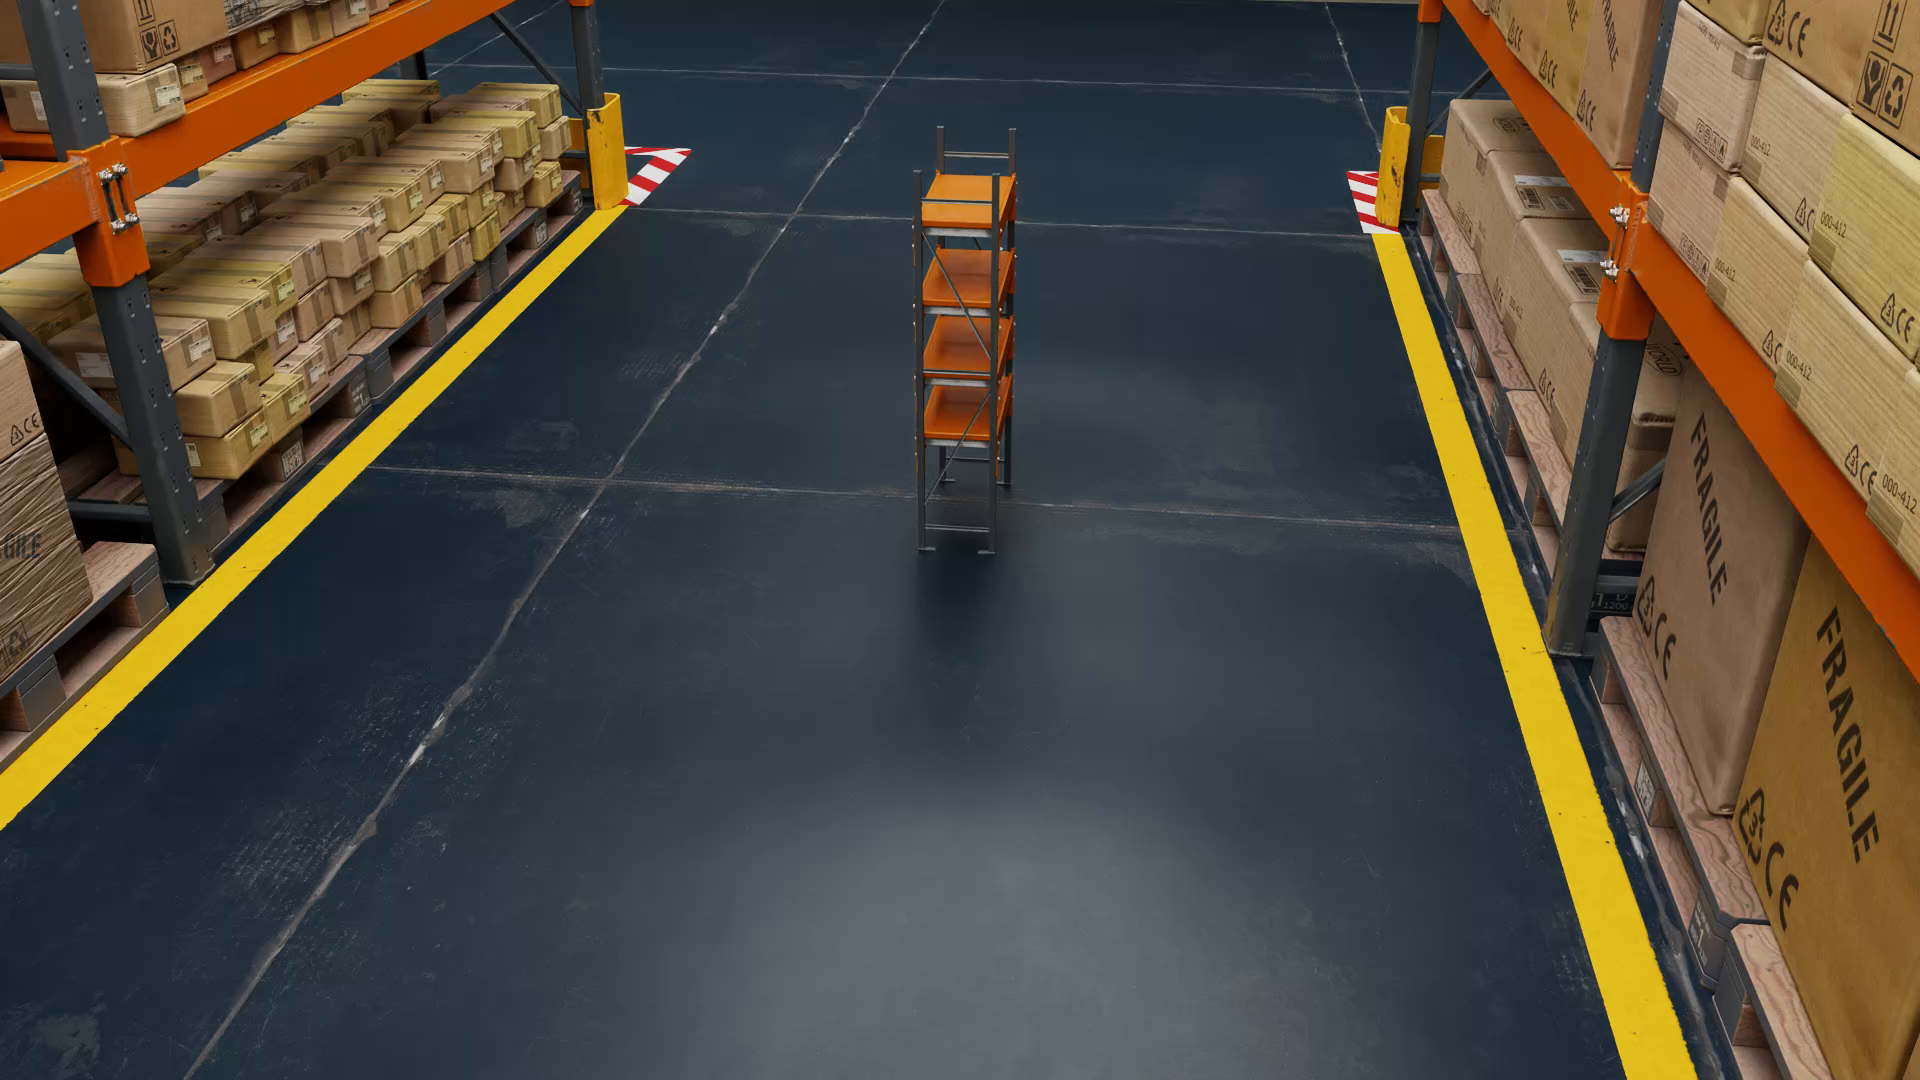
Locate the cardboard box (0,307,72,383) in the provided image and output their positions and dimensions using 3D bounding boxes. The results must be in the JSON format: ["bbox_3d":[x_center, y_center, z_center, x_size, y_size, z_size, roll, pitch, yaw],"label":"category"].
[{"bbox_3d":[-2.993,-0.607,5.150,0.380,0.149,0.250,4,29,8],"label":"cardboard box"}]

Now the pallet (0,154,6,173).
[{"bbox_3d":[-3.016,-0.797,3.769,1.003,0.211,1.213,3,28,6],"label":"pallet"}]

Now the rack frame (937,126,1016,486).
[{"bbox_3d":[0.050,-0.721,5.323,0.240,1.200,0.015,3,28,6],"label":"rack frame"}]

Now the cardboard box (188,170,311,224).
[{"bbox_3d":[-2.767,-1.336,6.503,0.380,0.149,0.250,3,29,6],"label":"cardboard box"}]

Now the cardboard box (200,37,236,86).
[{"bbox_3d":[-2.480,-1.491,5.120,0.380,0.149,0.250,2,28,4],"label":"cardboard box"}]

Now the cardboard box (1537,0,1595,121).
[{"bbox_3d":[2.008,-1.513,4.789,0.500,0.500,0.500,3,28,5],"label":"cardboard box"}]

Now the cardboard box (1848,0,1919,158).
[{"bbox_3d":[1.709,-0.810,2.430,0.500,0.500,0.500,3,28,5],"label":"cardboard box"}]

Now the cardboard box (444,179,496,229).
[{"bbox_3d":[-2.182,-1.422,6.977,0.380,0.149,0.250,4,29,7],"label":"cardboard box"}]

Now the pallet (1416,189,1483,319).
[{"bbox_3d":[2.617,-1.267,7.380,1.003,0.211,1.213,3,28,6],"label":"pallet"}]

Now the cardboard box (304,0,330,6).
[{"bbox_3d":[-2.316,-2.095,5.556,0.500,0.500,0.500,3,28,5],"label":"cardboard box"}]

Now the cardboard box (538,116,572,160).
[{"bbox_3d":[-2.069,-1.912,7.885,0.380,0.149,0.250,3,28,5],"label":"cardboard box"}]

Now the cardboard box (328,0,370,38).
[{"bbox_3d":[-2.305,-1.859,5.804,0.380,0.149,0.250,5,29,8],"label":"cardboard box"}]

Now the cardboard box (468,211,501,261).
[{"bbox_3d":[-2.180,-1.299,7.061,0.380,0.149,0.250,2,28,4],"label":"cardboard box"}]

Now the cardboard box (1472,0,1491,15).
[{"bbox_3d":[2.179,-2.232,6.126,0.500,0.500,0.500,3,28,6],"label":"cardboard box"}]

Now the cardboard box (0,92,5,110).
[{"bbox_3d":[-2.975,-1.270,4.710,0.380,0.149,0.250,3,28,6],"label":"cardboard box"}]

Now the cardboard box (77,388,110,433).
[{"bbox_3d":[-2.953,-0.485,5.550,0.380,0.149,0.250,4,29,8],"label":"cardboard box"}]

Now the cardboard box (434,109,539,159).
[{"bbox_3d":[-2.095,-1.799,7.363,0.380,0.149,0.250,3,28,5],"label":"cardboard box"}]

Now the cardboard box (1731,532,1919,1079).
[{"bbox_3d":[2.048,0.480,2.994,0.875,0.875,0.875,4,29,8],"label":"cardboard box"}]

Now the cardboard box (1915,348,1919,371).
[{"bbox_3d":[1.629,-0.235,2.155,0.500,0.250,0.500,3,28,5],"label":"cardboard box"}]

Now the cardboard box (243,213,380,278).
[{"bbox_3d":[-2.334,-1.062,5.994,0.380,0.149,0.250,4,29,7],"label":"cardboard box"}]

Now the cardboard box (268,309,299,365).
[{"bbox_3d":[-2.480,-0.687,5.612,0.380,0.149,0.250,3,28,6],"label":"cardboard box"}]

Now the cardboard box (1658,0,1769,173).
[{"bbox_3d":[1.813,-0.956,3.493,0.500,0.250,0.500,3,28,5],"label":"cardboard box"}]

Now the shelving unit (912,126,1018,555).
[{"bbox_3d":[0.020,-0.606,5.110,0.258,1.200,0.503,3,28,6],"label":"shelving unit"}]

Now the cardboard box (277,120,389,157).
[{"bbox_3d":[-2.710,-1.711,7.199,0.380,0.149,0.250,2,28,4],"label":"cardboard box"}]

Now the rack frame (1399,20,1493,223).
[{"bbox_3d":[2.637,-2.876,7.425,1.000,3.000,0.127,3,28,6],"label":"rack frame"}]

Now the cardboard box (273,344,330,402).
[{"bbox_3d":[-2.403,-0.561,5.691,0.380,0.149,0.250,3,28,6],"label":"cardboard box"}]

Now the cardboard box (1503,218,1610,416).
[{"bbox_3d":[2.440,-0.760,5.758,0.875,0.438,0.875,3,28,5],"label":"cardboard box"}]

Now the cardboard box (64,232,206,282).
[{"bbox_3d":[-2.868,-0.965,5.814,0.380,0.149,0.250,4,29,8],"label":"cardboard box"}]

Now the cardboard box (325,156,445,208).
[{"bbox_3d":[-2.309,-1.434,6.685,0.380,0.149,0.250,2,28,4],"label":"cardboard box"}]

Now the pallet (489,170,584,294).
[{"bbox_3d":[-2.432,-1.472,7.760,1.003,0.211,1.213,3,28,6],"label":"pallet"}]

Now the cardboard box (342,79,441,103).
[{"bbox_3d":[-2.689,-2.081,7.885,0.380,0.149,0.250,2,28,4],"label":"cardboard box"}]

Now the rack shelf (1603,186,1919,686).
[{"bbox_3d":[1.902,0.265,2.353,1.077,0.370,4.000,3,28,6],"label":"rack shelf"}]

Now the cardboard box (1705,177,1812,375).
[{"bbox_3d":[1.769,-0.491,3.158,0.500,0.250,0.500,3,28,5],"label":"cardboard box"}]

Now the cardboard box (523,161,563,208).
[{"bbox_3d":[-2.076,-1.659,7.729,0.380,0.149,0.250,4,29,8],"label":"cardboard box"}]

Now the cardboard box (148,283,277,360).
[{"bbox_3d":[-2.437,-0.701,5.324,0.380,0.149,0.250,5,29,9],"label":"cardboard box"}]

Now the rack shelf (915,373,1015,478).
[{"bbox_3d":[0.020,-0.372,5.236,0.258,0.148,0.480,3,28,6],"label":"rack shelf"}]

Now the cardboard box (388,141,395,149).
[{"bbox_3d":[-2.638,-1.699,7.490,0.380,0.149,0.250,4,29,7],"label":"cardboard box"}]

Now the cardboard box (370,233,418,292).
[{"bbox_3d":[-2.293,-1.057,6.299,0.380,0.149,0.250,3,28,6],"label":"cardboard box"}]

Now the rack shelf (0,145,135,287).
[{"bbox_3d":[-3.023,0.025,2.799,1.077,0.370,4.000,3,28,6],"label":"rack shelf"}]

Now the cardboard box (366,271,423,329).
[{"bbox_3d":[-2.296,-0.929,6.374,0.380,0.149,0.250,3,28,5],"label":"cardboard box"}]
